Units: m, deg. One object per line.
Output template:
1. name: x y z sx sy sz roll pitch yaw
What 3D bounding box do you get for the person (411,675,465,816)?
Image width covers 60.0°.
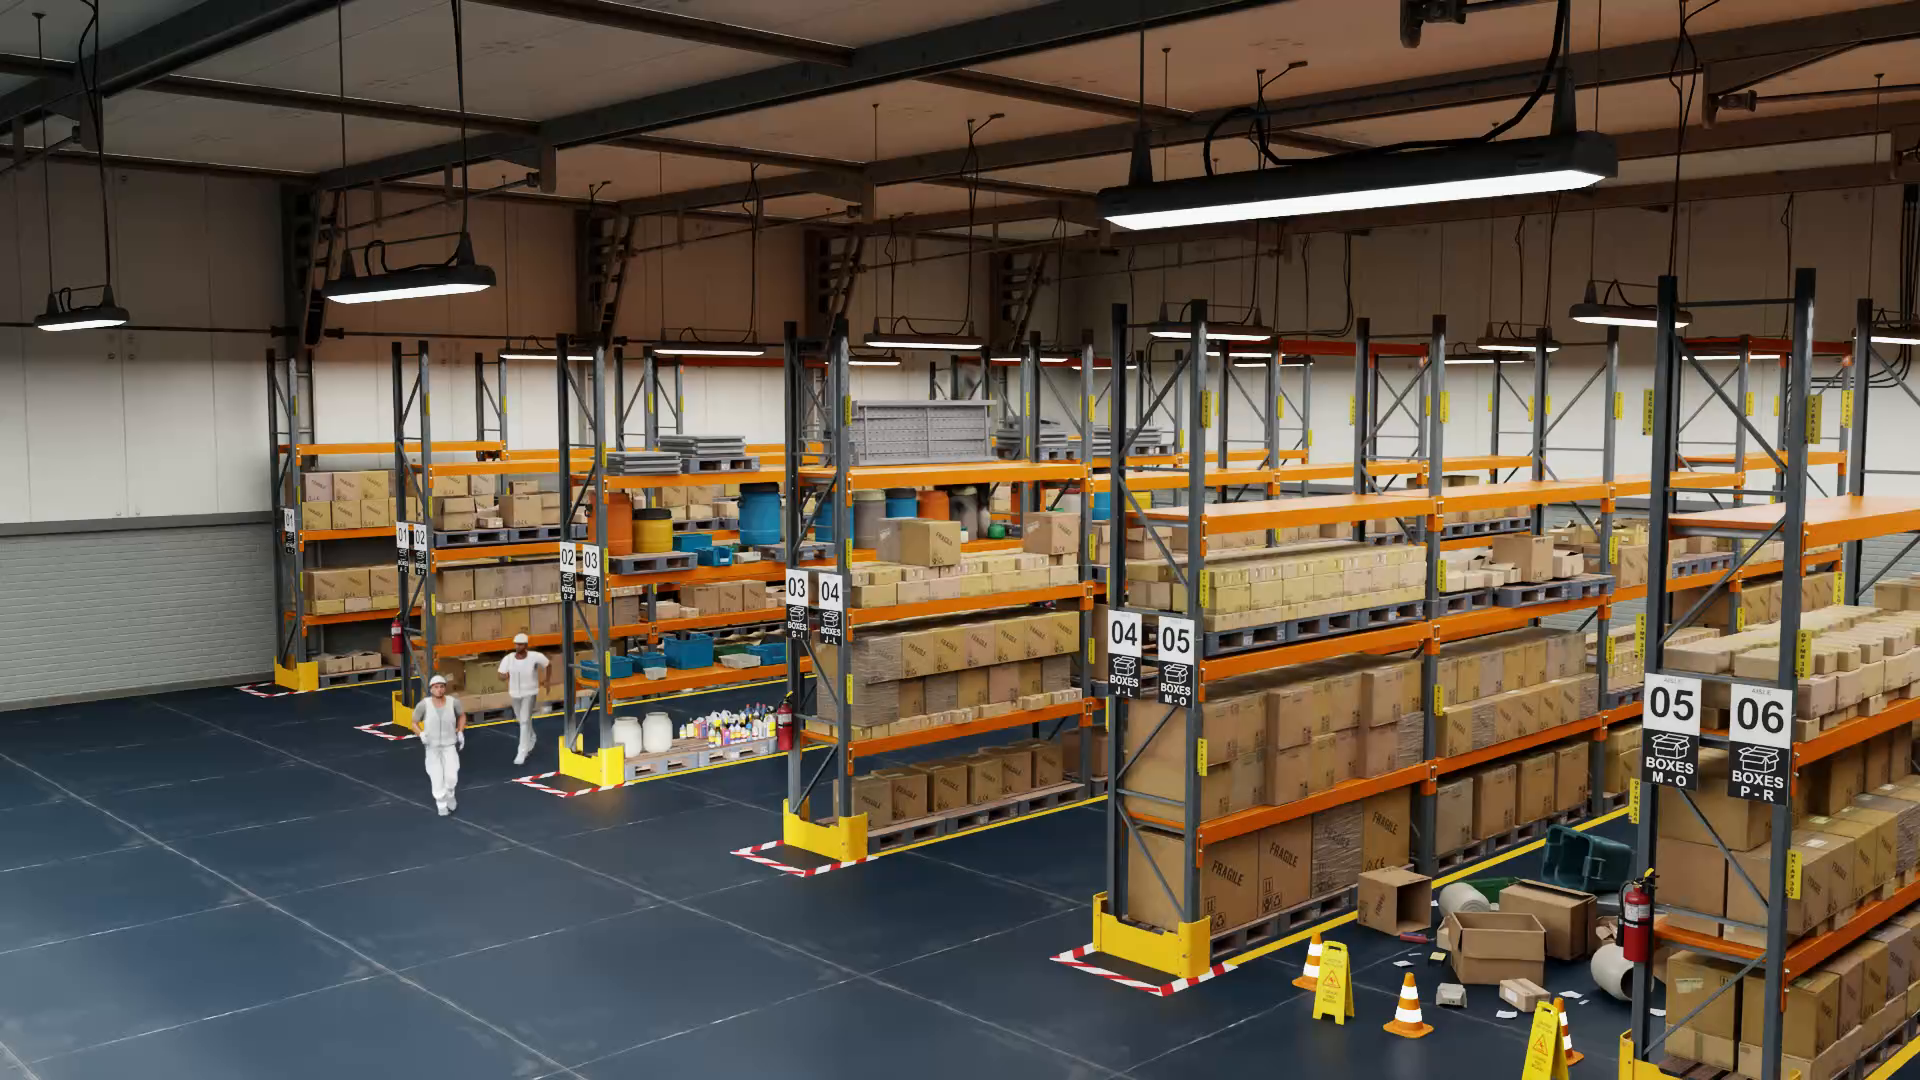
1. person: -6.379 2.525 20.377 0.655 1.744 0.579 -2 5 -20

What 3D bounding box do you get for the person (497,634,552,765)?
1. person: -6.204 2.218 23.662 0.681 1.802 0.897 1 5 9
